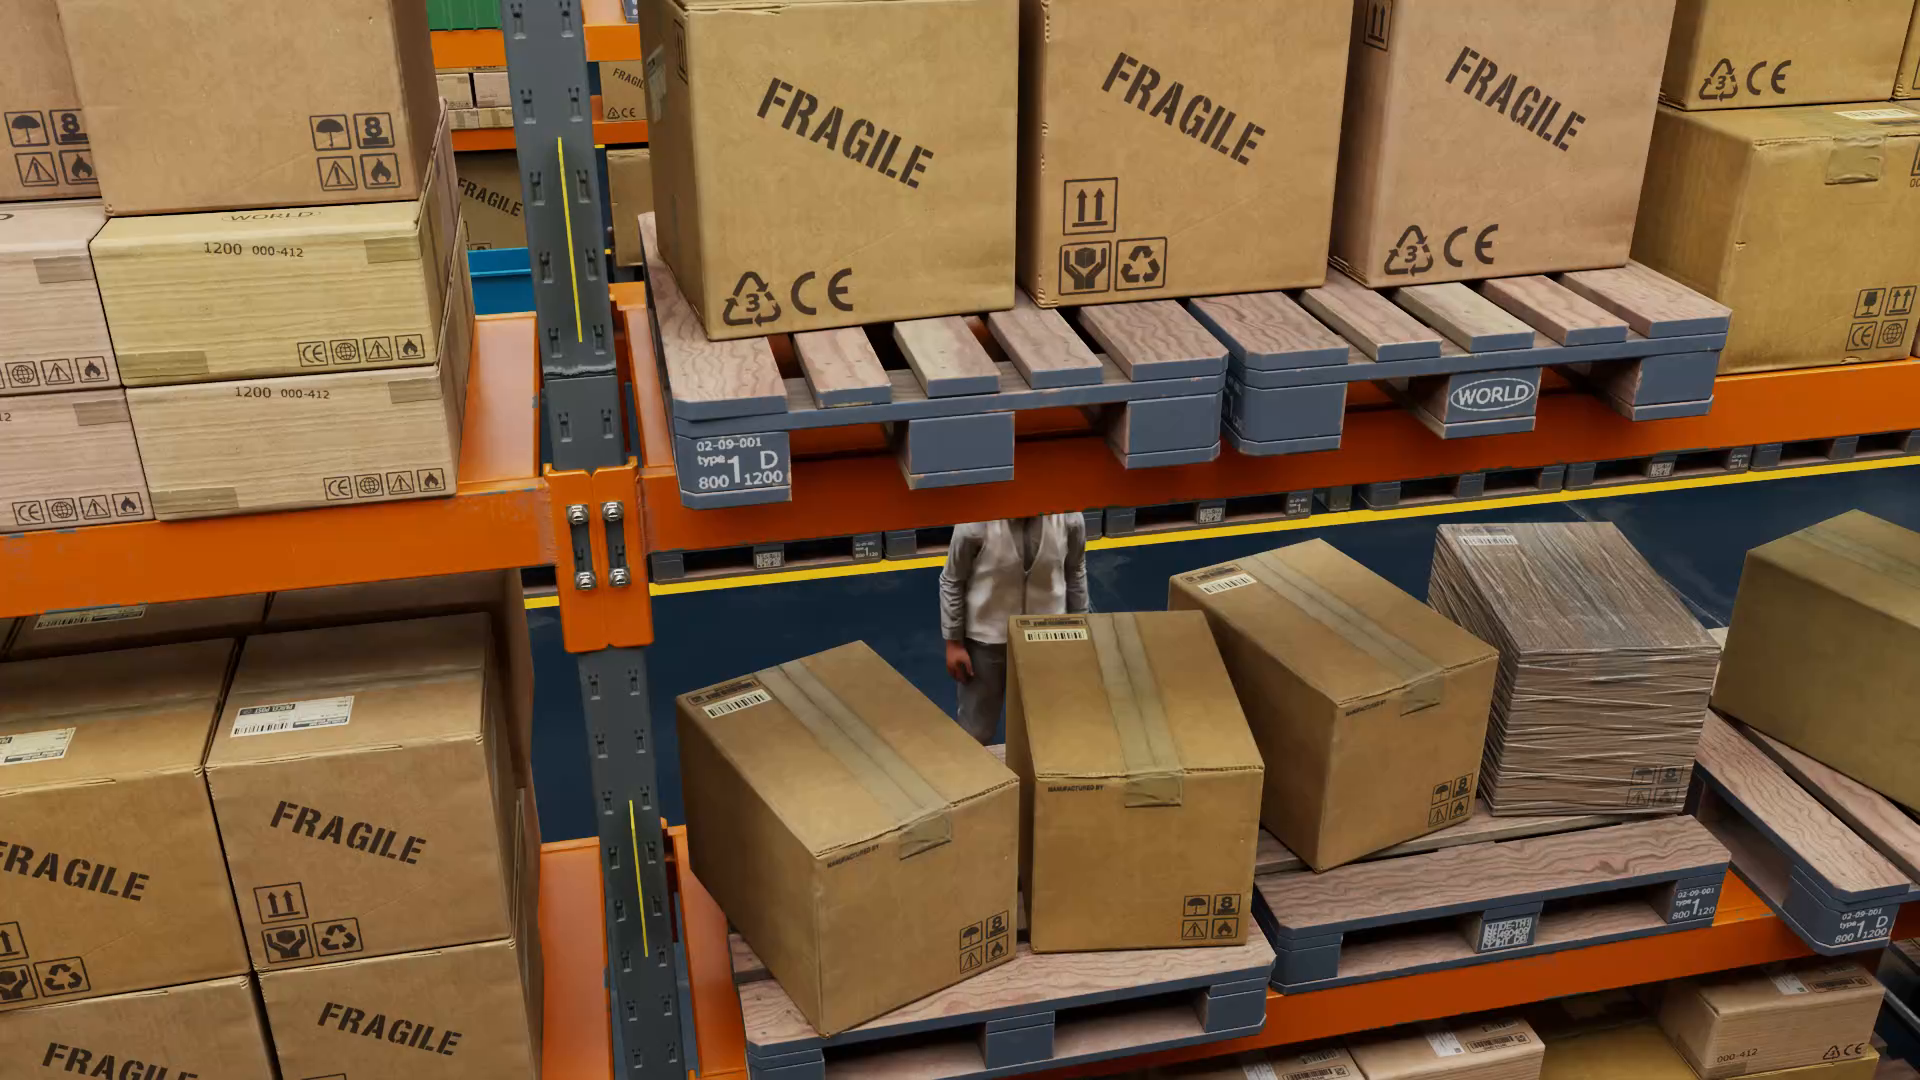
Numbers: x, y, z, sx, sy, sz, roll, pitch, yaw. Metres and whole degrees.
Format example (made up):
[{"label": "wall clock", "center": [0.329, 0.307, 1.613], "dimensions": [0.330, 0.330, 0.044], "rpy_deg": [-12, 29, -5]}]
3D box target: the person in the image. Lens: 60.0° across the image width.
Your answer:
[{"label": "person", "center": [0.210, 0.358, 6.368], "dimensions": [0.593, 1.773, 0.457], "rpy_deg": [-7, 27, -14]}]
